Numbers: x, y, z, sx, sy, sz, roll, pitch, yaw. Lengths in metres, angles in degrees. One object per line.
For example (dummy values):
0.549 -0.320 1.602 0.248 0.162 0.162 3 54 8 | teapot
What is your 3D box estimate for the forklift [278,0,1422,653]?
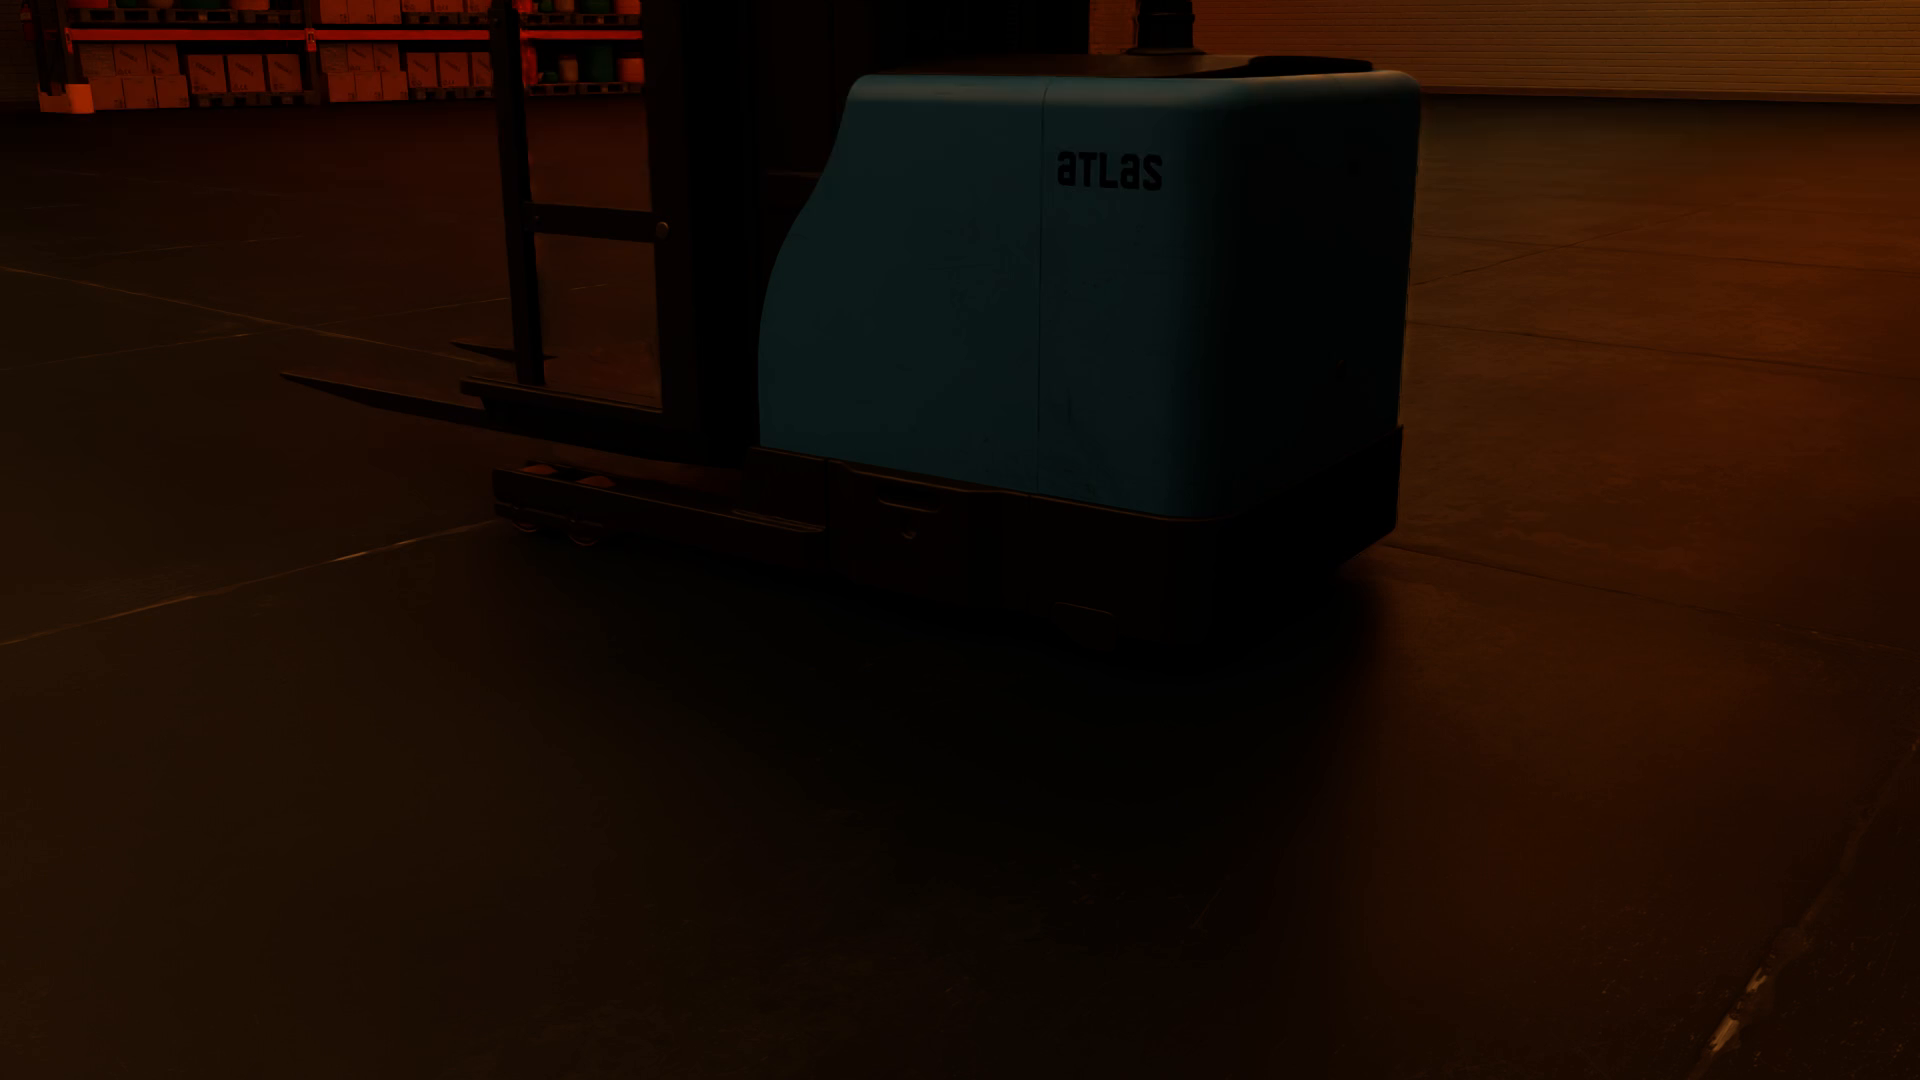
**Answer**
-0.511 -1.500 3.839 3.031 2.935 1.130 11 20 33 | forklift
